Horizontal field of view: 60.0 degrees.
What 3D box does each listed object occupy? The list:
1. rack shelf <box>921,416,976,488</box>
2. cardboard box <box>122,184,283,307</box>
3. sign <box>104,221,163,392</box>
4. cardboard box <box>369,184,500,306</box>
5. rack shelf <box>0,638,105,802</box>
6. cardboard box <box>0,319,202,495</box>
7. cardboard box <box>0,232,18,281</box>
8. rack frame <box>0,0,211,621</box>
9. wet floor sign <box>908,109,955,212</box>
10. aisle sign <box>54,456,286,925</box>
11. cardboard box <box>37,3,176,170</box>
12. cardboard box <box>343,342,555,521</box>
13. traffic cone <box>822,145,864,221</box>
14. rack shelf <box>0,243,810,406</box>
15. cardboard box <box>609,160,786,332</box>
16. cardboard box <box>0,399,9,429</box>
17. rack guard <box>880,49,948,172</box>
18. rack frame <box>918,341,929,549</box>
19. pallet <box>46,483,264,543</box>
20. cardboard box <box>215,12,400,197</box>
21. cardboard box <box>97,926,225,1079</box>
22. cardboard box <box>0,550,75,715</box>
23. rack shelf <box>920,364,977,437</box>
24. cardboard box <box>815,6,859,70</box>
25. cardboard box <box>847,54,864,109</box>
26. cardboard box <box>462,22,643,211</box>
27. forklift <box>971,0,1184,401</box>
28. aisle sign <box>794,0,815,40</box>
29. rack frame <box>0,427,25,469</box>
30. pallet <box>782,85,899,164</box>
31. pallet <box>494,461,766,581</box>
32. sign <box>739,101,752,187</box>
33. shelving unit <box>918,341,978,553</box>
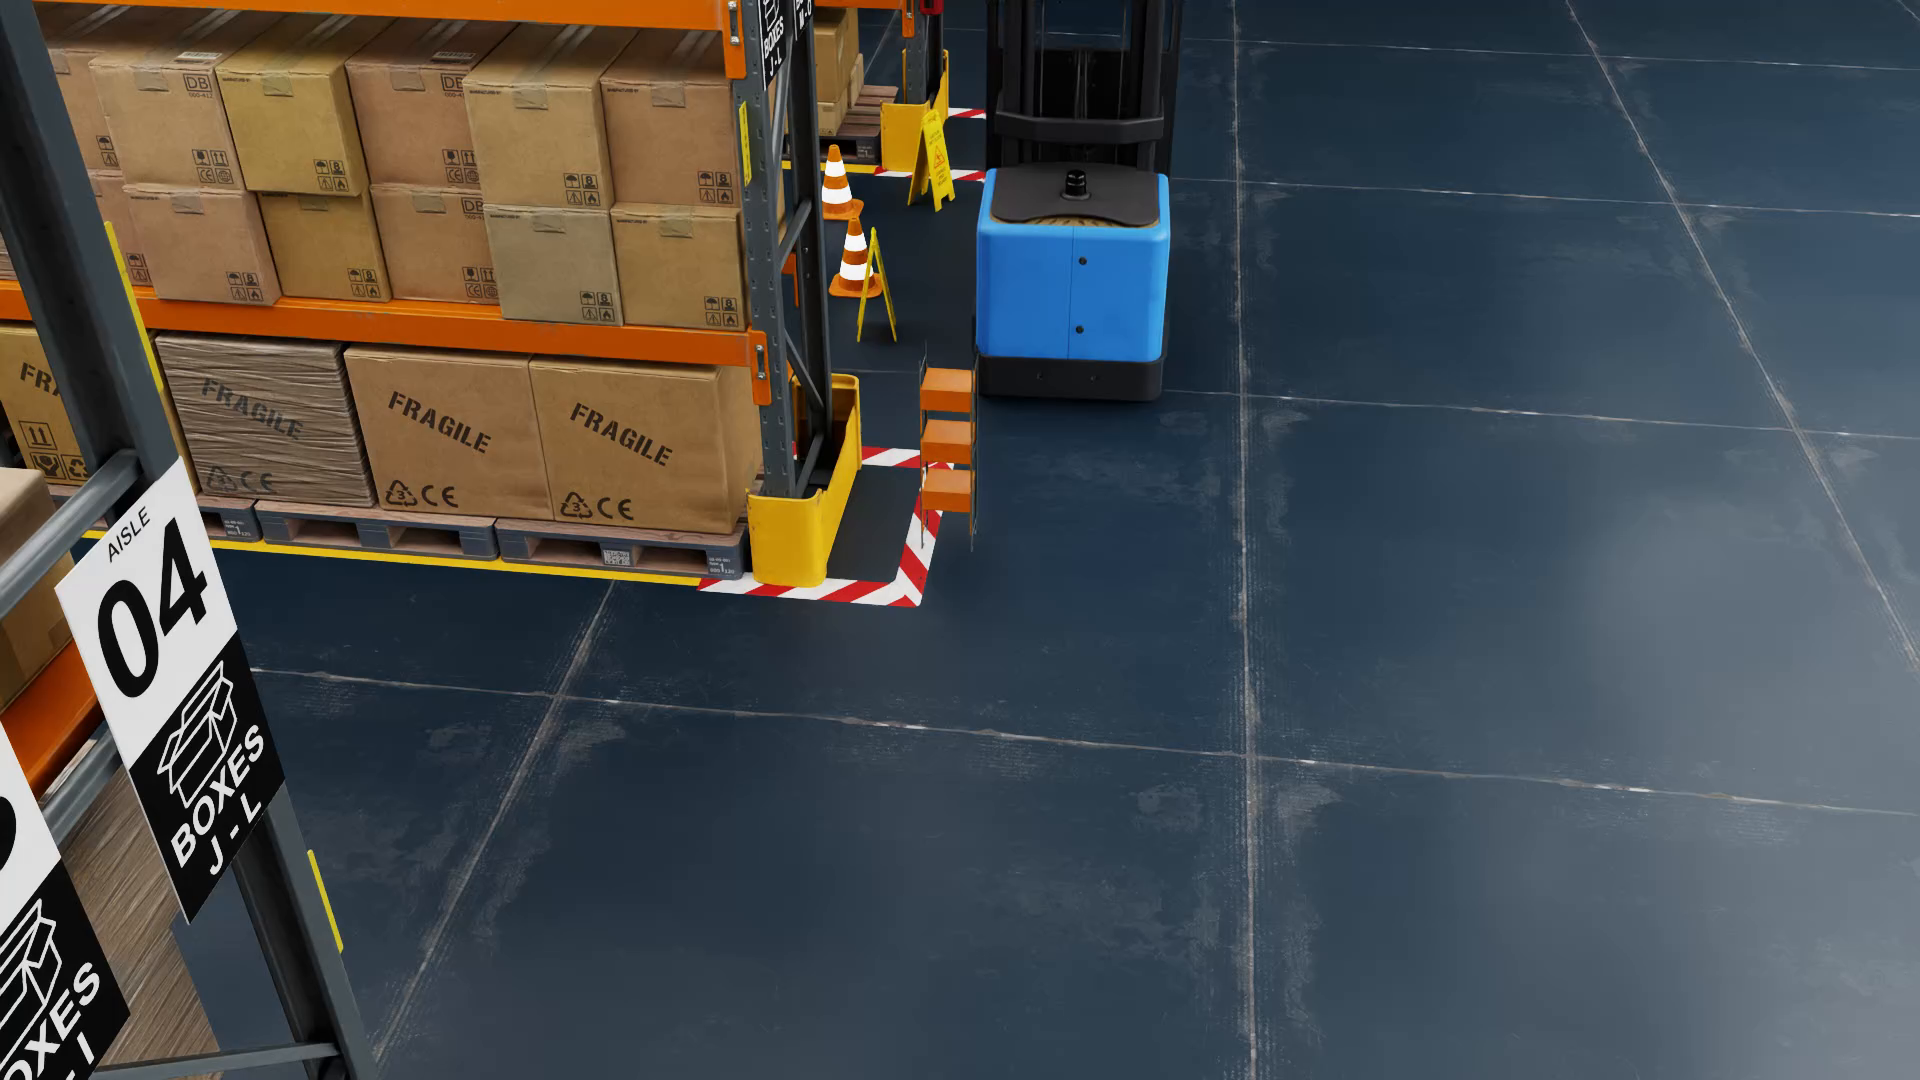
[{"bbox_3d":[-0.053,-0.423,7.957,0.240,0.259,0.215,4,36,6],"label":"rack shelf"},{"bbox_3d":[-3.312,-1.541,7.698,0.550,0.550,0.875,4,36,6],"label":"cardboard box"},{"bbox_3d":[-1.444,-0.379,2.864,0.005,0.325,0.100,4,36,6],"label":"sign"},{"bbox_3d":[-2.243,-1.544,7.702,0.550,0.550,0.875,4,36,6],"label":"cardboard box"},{"bbox_3d":[-3.497,0.434,3.096,4.000,0.370,1.077,4,36,6],"label":"rack shelf"},{"bbox_3d":[-4.134,-0.855,8.333,0.875,0.875,0.875,5,36,7],"label":"cardboard box"},{"bbox_3d":[-4.381,-1.676,7.888,0.550,0.550,0.875,4,36,6],"label":"cardboard box"},{"bbox_3d":[-1.513,-0.931,1.809,0.127,3.000,1.000,4,36,6],"label":"rack frame"},{"bbox_3d":[-0.199,-2.611,11.352,0.232,0.644,0.267,17,39,22],"label":"wet floor sign"},{"bbox_3d":[-1.414,0.284,3.032,0.004,0.787,0.394,4,36,6],"label":"aisle sign"},{"bbox_3d":[-3.827,-2.116,7.573,0.550,0.550,0.875,4,36,6],"label":"cardboard box"},{"bbox_3d":[-2.335,-0.722,8.147,0.875,0.875,0.875,4,36,5],"label":"cardboard box"},{"bbox_3d":[-0.842,-2.455,11.292,0.334,0.463,0.336,4,36,6],"label":"traffic cone"},{"bbox_3d":[-2.765,-1.195,7.962,4.000,0.370,1.077,4,36,6],"label":"rack shelf"},{"bbox_3d":[-1.155,-1.402,7.504,0.550,0.550,0.875,4,36,6],"label":"cardboard box"},{"bbox_3d":[-5.376,-0.885,8.483,0.750,0.750,1.050,4,36,6],"label":"cardboard box"},{"bbox_3d":[-0.326,-3.188,12.286,0.348,0.500,1.175,4,36,6],"label":"rack guard"},{"bbox_3d":[-0.174,-0.440,7.963,0.008,1.050,0.200,4,36,6],"label":"rack frame"},{"bbox_3d":[-4.004,-0.399,8.628,1.213,0.211,1.003,4,36,6],"label":"pallet"},{"bbox_3d":[-2.782,-1.962,7.358,0.500,0.550,0.875,4,36,6],"label":"cardboard box"},{"bbox_3d":[-2.055,1.292,3.515,0.500,0.500,0.875,4,36,6],"label":"cardboard box"},{"bbox_3d":[-1.958,0.166,2.982,0.500,0.250,0.500,5,36,7],"label":"cardboard box"},{"bbox_3d":[-0.053,-0.654,7.792,0.240,0.259,0.215,4,36,6],"label":"rack shelf"},{"bbox_3d":[-1.040,-3.777,12.320,0.500,0.500,0.500,3,36,4],"label":"cardboard box"},{"bbox_3d":[-1.016,-3.470,12.536,0.500,0.250,0.500,4,36,6],"label":"cardboard box"},{"bbox_3d":[-1.702,-1.878,7.240,0.550,0.550,0.875,4,36,6],"label":"cardboard box"},{"bbox_3d":[0.713,-2.799,9.649,1.130,2.935,3.031,3,36,4],"label":"forklift"},{"bbox_3d":[-0.673,-2.566,7.025,0.004,0.787,0.394,4,36,6],"label":"aisle sign"},{"bbox_3d":[-4.749,-1.636,7.960,0.127,3.000,1.000,4,36,6],"label":"rack frame"},{"bbox_3d":[-1.128,-3.151,12.483,1.213,0.211,1.003,4,36,6],"label":"pallet"},{"bbox_3d":[-1.584,-0.219,8.375,1.213,0.211,1.003,4,36,6],"label":"pallet"},{"bbox_3d":[-0.864,-1.596,6.703,0.005,0.325,0.100,4,36,6],"label":"sign"},{"bbox_3d":[-0.053,-0.431,7.951,0.252,1.050,0.215,4,36,6],"label":"shelving unit"}]
